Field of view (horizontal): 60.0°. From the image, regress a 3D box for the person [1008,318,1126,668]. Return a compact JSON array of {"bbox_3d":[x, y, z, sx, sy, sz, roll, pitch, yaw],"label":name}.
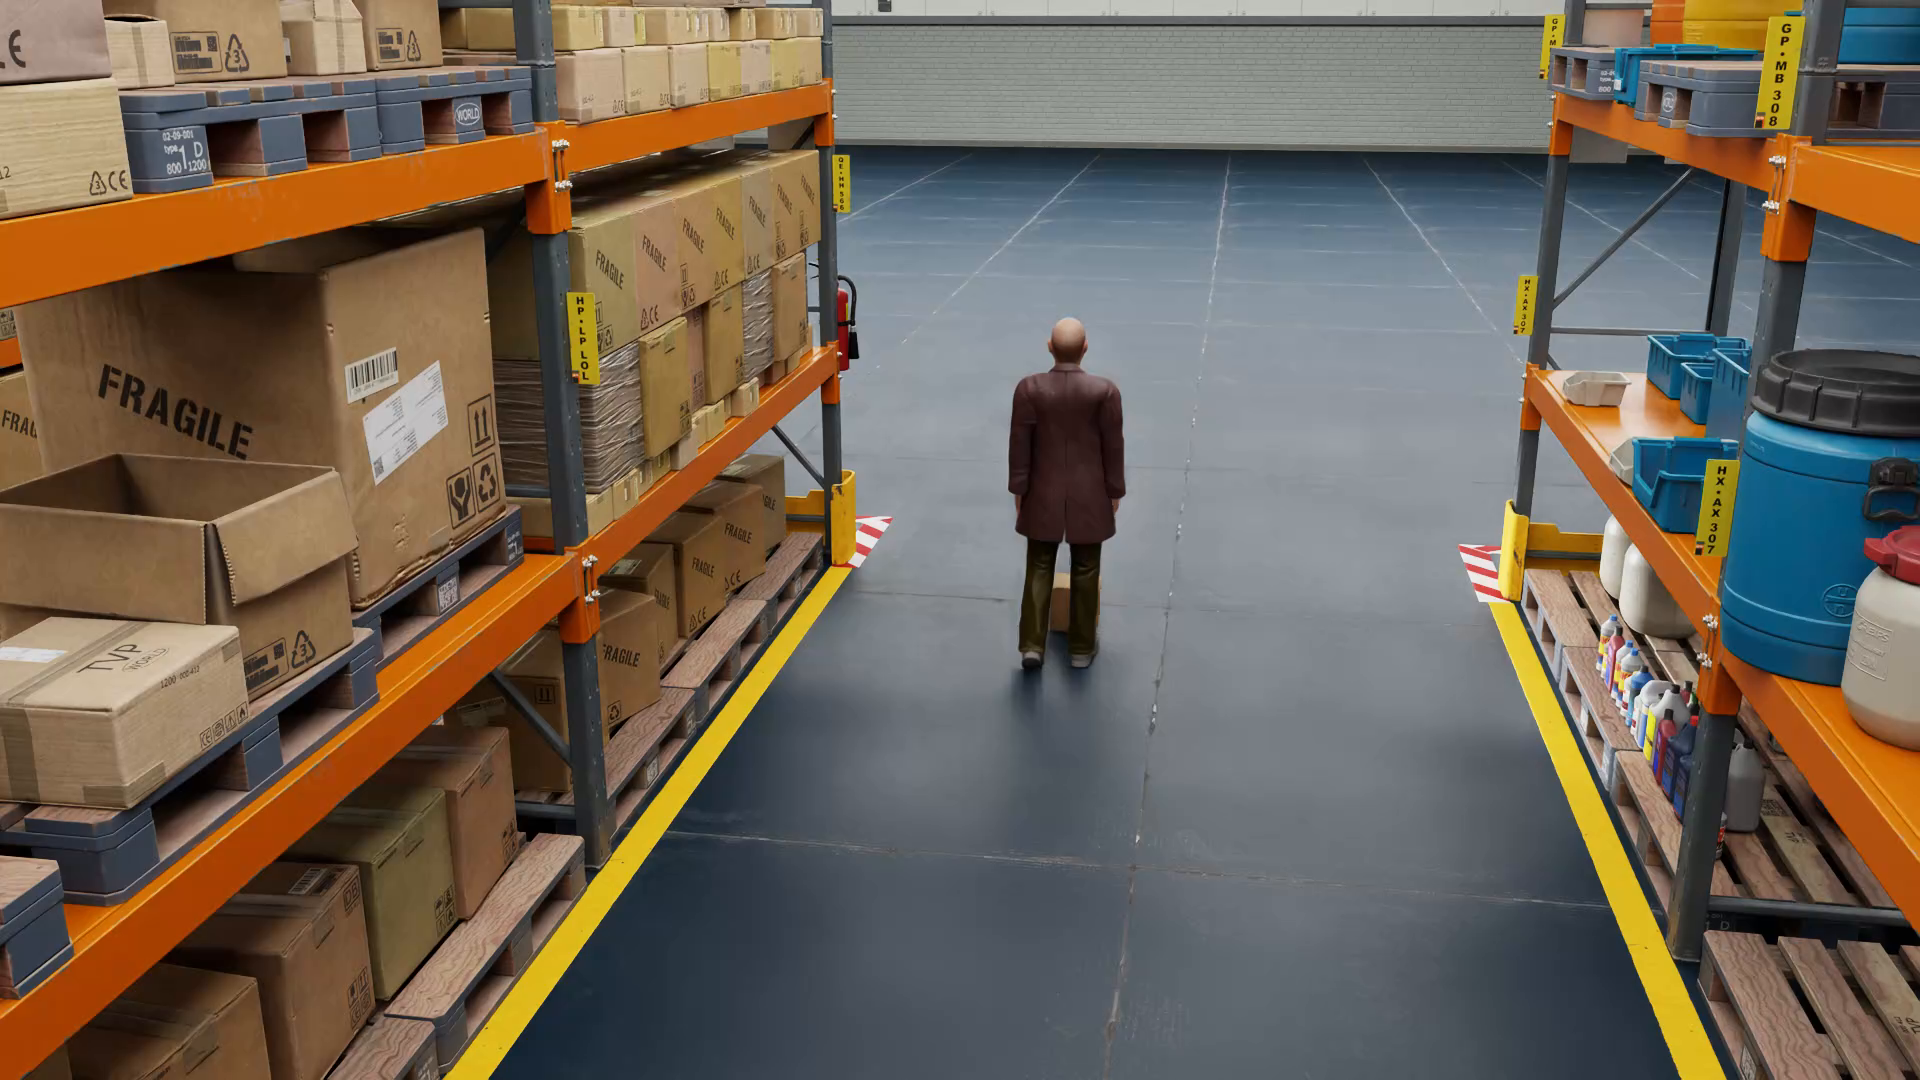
[{"bbox_3d":[0.533,-0.130,8.324,0.584,1.772,0.503,3,18,10],"label":"person"}]
